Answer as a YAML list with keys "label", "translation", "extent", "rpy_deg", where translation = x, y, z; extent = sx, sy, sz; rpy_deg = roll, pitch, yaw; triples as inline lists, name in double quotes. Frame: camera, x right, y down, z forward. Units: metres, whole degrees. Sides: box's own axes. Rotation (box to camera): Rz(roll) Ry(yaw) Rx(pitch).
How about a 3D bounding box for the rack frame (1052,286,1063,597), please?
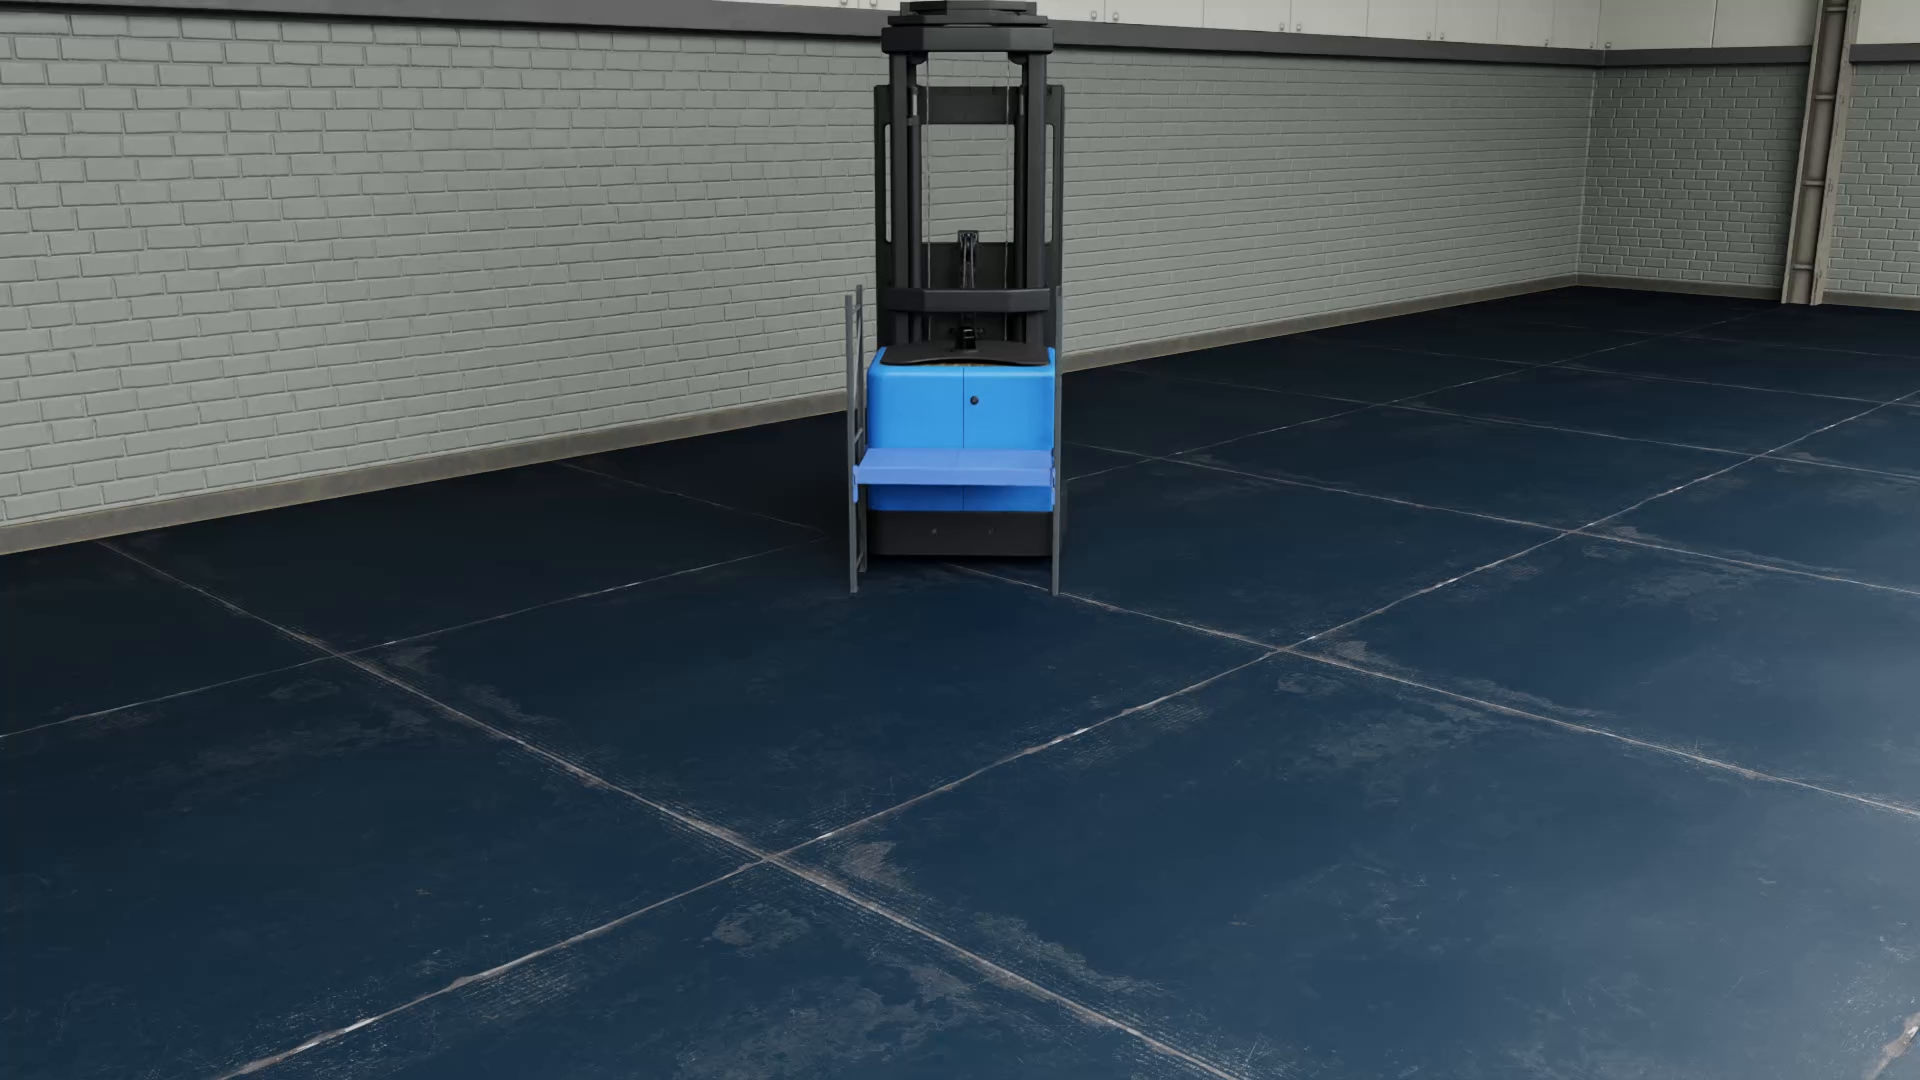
- label: "rack frame"
  translation: [0.490, -0.502, 8.384]
  extent: [0.032, 1.500, 0.500]
  rpy_deg: [1, 15, 3]

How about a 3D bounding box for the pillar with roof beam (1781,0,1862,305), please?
- label: "pillar with roof beam"
  translation: [7.542, -6.538, 16.677]
  extent: [0.400, 9.000, 9.100]
  rpy_deg: [14, 20, 42]

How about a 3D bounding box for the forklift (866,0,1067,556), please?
- label: "forklift"
  translation: [0.060, -1.646, 9.937]
  extent: [1.130, 2.935, 3.031]
  rpy_deg: [0, 15, 2]

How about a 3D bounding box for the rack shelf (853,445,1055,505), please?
- label: "rack shelf"
  translation: [-0.018, -0.335, 8.456]
  extent: [1.000, 0.185, 0.538]
  rpy_deg: [1, 15, 3]

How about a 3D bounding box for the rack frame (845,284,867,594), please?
- label: "rack frame"
  translation: [-0.525, -0.516, 8.437]
  extent: [0.032, 1.500, 0.500]
  rpy_deg: [1, 15, 3]

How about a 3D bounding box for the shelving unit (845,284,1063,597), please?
- label: "shelving unit"
  translation: [-0.018, -0.509, 8.410]
  extent: [1.048, 1.500, 0.538]
  rpy_deg: [1, 15, 3]
